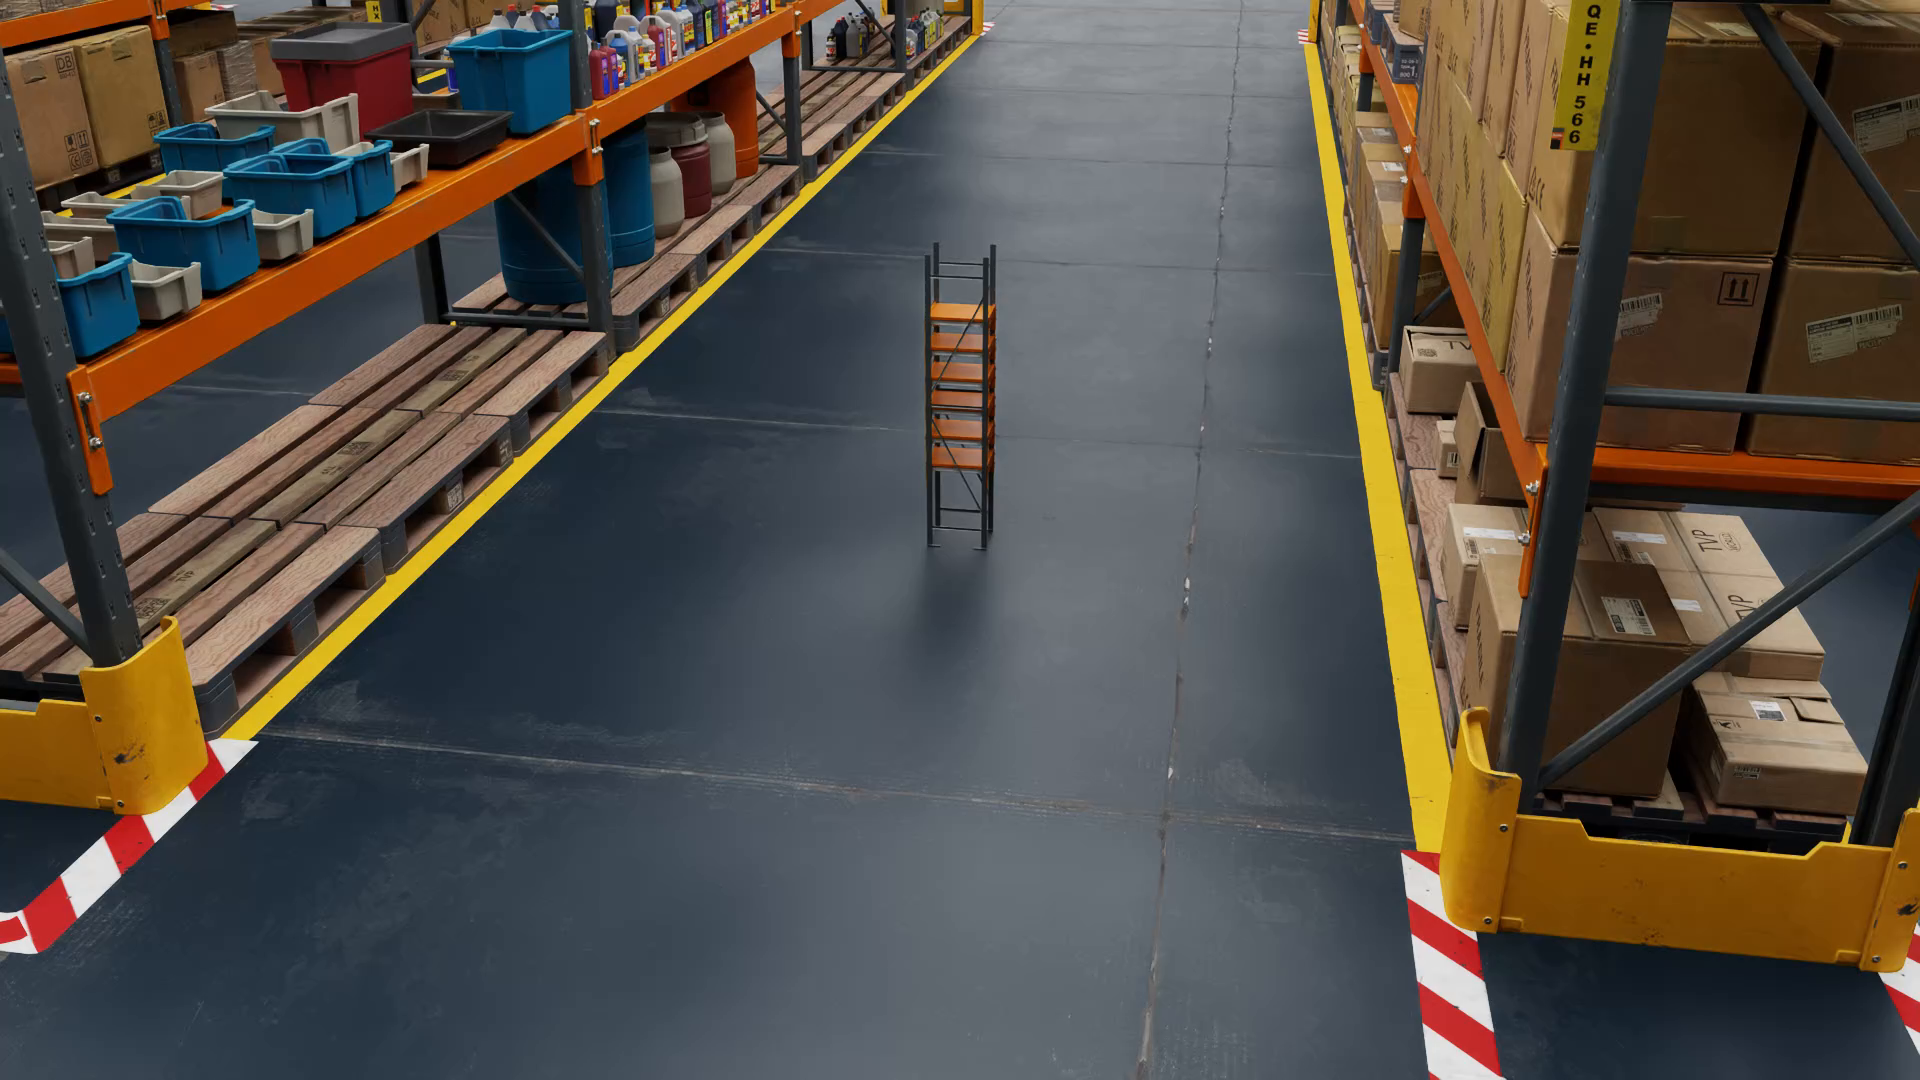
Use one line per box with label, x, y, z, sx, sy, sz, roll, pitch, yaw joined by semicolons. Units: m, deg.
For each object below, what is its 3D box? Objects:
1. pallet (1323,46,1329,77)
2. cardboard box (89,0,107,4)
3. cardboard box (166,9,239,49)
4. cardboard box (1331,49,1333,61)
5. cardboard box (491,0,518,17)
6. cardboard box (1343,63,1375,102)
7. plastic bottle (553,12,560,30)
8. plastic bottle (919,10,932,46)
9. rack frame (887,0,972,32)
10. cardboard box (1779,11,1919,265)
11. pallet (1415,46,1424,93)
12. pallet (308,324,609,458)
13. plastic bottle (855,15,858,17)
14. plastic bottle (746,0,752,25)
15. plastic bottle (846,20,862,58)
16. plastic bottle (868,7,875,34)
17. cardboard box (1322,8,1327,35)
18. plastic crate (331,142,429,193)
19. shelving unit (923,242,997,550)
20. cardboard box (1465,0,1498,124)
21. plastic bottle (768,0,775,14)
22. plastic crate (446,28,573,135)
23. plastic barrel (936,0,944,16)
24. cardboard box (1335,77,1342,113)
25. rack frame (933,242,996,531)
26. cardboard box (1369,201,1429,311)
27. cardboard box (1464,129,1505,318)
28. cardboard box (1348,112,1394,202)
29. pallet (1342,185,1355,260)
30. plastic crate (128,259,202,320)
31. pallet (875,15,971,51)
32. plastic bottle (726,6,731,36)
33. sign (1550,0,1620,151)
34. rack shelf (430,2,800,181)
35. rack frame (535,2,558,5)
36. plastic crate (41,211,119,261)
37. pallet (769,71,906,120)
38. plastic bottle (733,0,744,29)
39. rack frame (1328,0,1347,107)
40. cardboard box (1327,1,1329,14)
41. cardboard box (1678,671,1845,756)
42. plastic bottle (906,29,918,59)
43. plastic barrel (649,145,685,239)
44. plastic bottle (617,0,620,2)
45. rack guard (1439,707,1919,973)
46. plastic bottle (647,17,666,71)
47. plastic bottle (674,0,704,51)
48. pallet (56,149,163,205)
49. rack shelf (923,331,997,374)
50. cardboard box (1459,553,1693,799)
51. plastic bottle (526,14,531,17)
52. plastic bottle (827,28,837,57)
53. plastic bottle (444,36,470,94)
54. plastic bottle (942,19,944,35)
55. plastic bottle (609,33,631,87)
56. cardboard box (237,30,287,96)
pallet;4.245;-4.903;16.975;1.003;0.211;1.213;4;25;9
cardboard box;-6.386;-4.161;11.983;0.500;0.500;0.500;5;26;10
cardboard box;-6.393;-4.251;13.838;0.500;0.250;0.500;7;26;14
cardboard box;3.737;-4.478;15.527;0.500;0.250;0.500;4;25;9
cardboard box;-5.425;-6.231;18.977;0.500;0.500;0.500;11;27;22
cardboard box;3.229;-3.515;12.808;0.500;0.311;0.500;4;25;8
plastic bottle;-2.281;-2.871;9.498;0.097;0.271;0.097;0;25;0
plastic bottle;-0.368;-5.234;17.000;0.144;0.351;0.185;4;25;8
rack frame;-0.356;-7.342;18.897;1.000;3.000;0.127;4;25;9
cardboard box;2.248;-0.971;3.989;0.500;0.500;0.500;5;26;10
pallet;2.807;-2.218;8.177;1.003;0.211;1.213;4;25;9
pallet;-2.399;-0.750;8.103;1.003;0.211;1.213;4;25;9
plastic bottle;-1.065;-5.299;17.232;0.097;0.271;0.097;0;25;0
plastic bottle;-1.415;-3.514;10.871;0.097;0.271;0.097;0;25;0
plastic bottle;-1.047;-4.948;16.388;0.144;0.351;0.185;4;25;9
plastic bottle;-0.960;-5.569;17.808;0.097;0.271;0.097;0;25;0
cardboard box;4.145;-5.524;17.761;0.500;0.250;0.500;4;25;9
plastic crate;-2.305;-1.482;6.618;0.293;0.136;0.466;4;25;9
shelving unit;0.002;-0.549;6.509;0.258;1.200;0.189;4;25;9
cardboard box;1.963;-1.652;5.444;0.500;0.500;0.500;5;26;10
plastic bottle;-1.309;-3.745;11.349;0.061;0.283;0.133;4;25;9
plastic crate;-2.057;-2.124;7.698;0.392;0.384;0.575;4;25;9
plastic barrel;-0.388;-6.125;18.736;0.421;0.512;0.421;0;25;0
cardboard box;3.399;-3.687;13.837;0.500;0.250;0.500;3;25;7
rack frame;0.017;-0.588;6.590;0.240;1.200;0.006;4;25;9
cardboard box;2.456;-1.478;8.799;0.500;0.500;0.500;4;25;9
cardboard box;1.888;-0.983;5.193;0.500;0.500;0.500;4;25;9
cardboard box;2.866;-2.548;11.085;0.500;0.500;0.500;5;26;11
pallet;3.063;-2.079;10.942;1.003;0.211;1.213;4;25;9
plastic crate;-2.472;-0.767;5.090;0.250;0.136;0.298;4;25;9
pallet;-0.460;-5.705;18.688;1.003;0.211;1.213;4;25;9
plastic bottle;-1.495;-3.279;10.451;0.097;0.201;0.097;0;25;0
sign;1.371;-1.020;3.652;0.100;0.325;0.005;4;25;9
rack shelf;-1.990;-2.834;10.115;1.077;0.370;4.000;4;25;9
rack frame;-5.242;-7.685;19.630;1.000;3.000;0.127;4;25;9
plastic crate;-2.955;-1.032;5.656;0.396;0.136;0.243;4;25;9
pallet;-1.100;-4.075;15.207;1.003;0.211;1.213;4;25;9
plastic bottle;-1.447;-3.433;10.697;0.097;0.271;0.097;0;25;0
rack frame;3.876;-5.324;14.587;1.000;3.000;0.127;4;25;9
cardboard box;4.074;-5.654;17.154;0.500;0.500;0.500;4;25;9
cardboard box;2.364;0.523;4.918;0.380;0.166;0.250;4;25;9
plastic bottle;-0.499;-4.875;16.320;0.152;0.276;0.135;5;26;10
plastic barrel;-1.915;-2.139;10.221;0.421;0.512;0.421;0;25;0
plastic bottle;-2.233;-3.442;10.703;0.061;0.283;0.133;4;25;9
rack guard;1.928;0.795;4.462;1.175;0.500;0.348;4;25;9
plastic bottle;-1.691;-2.766;9.258;0.061;0.283;0.133;4;25;9
plastic bottle;-1.615;-3.100;9.893;0.144;0.351;0.185;4;25;9
pallet;-6.753;-2.752;12.380;1.003;0.211;1.213;4;25;9
rack shelf;0.002;-0.727;6.426;0.258;0.103;0.180;4;25;9
cardboard box;1.761;0.383;4.823;0.500;0.500;0.500;4;25;9
plastic bottle;-2.430;-2.818;9.378;0.152;0.276;0.135;4;25;9
plastic bottle;-1.257;-4.862;16.284;0.061;0.283;0.133;5;26;11
plastic bottle;-2.572;-2.454;8.601;0.152;0.276;0.135;4;25;9
plastic bottle;-0.224;-5.475;17.691;0.097;0.201;0.097;0;25;0
plastic bottle;-1.798;-2.535;8.779;0.097;0.271;0.097;0;25;0
cardboard box;-6.296;-4.159;14.526;0.700;0.500;0.500;6;26;13
